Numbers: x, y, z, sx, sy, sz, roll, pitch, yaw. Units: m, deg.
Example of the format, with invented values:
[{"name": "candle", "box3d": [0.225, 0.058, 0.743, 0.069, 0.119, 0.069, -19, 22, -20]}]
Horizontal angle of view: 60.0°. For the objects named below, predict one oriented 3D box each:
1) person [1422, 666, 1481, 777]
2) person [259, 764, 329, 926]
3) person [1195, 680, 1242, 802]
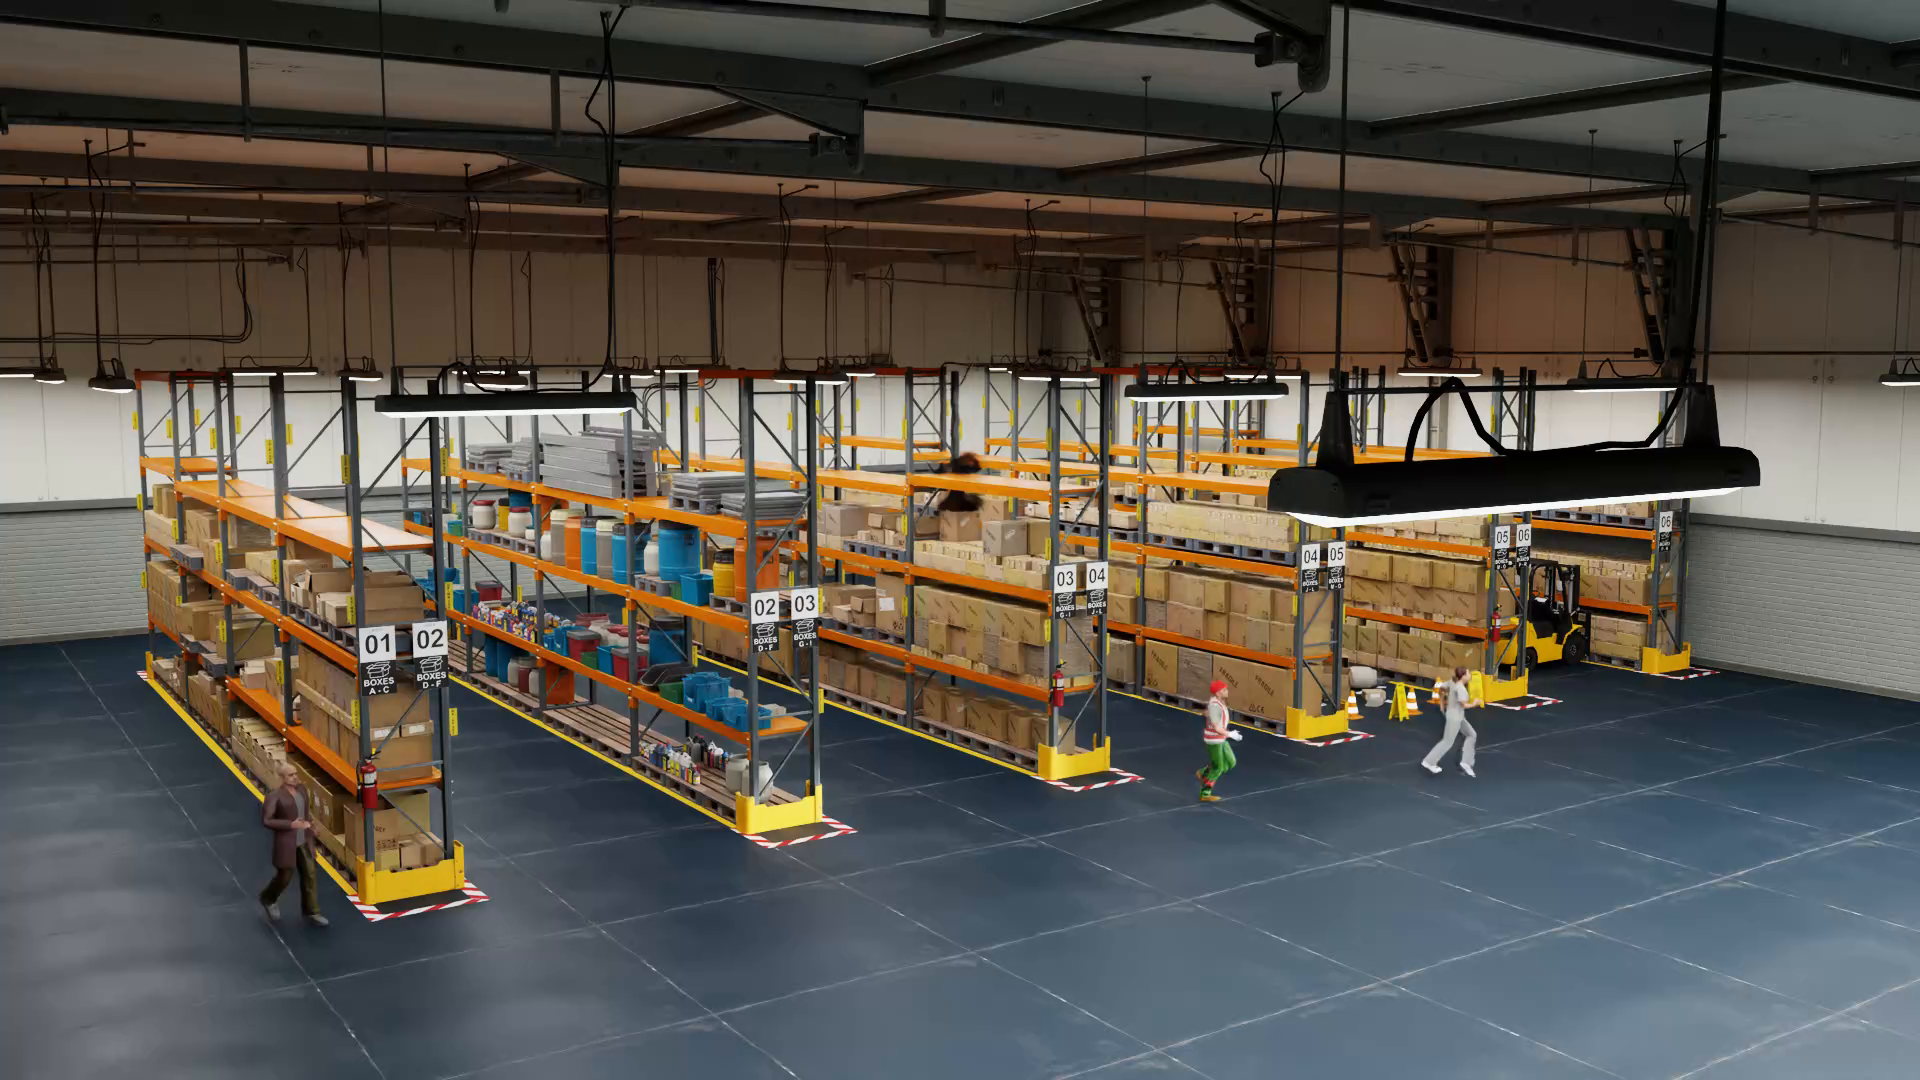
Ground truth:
[{"name": "person", "box3d": [7.360, 2.708, 24.851, 0.812, 1.701, 0.586, 1, 6, 5]}, {"name": "person", "box3d": [-7.413, 3.356, 18.406, 0.932, 1.780, 0.725, 3, 7, 27]}, {"name": "person", "box3d": [3.650, 2.828, 23.436, 0.660, 1.744, 0.684, 2, 7, 14]}]
